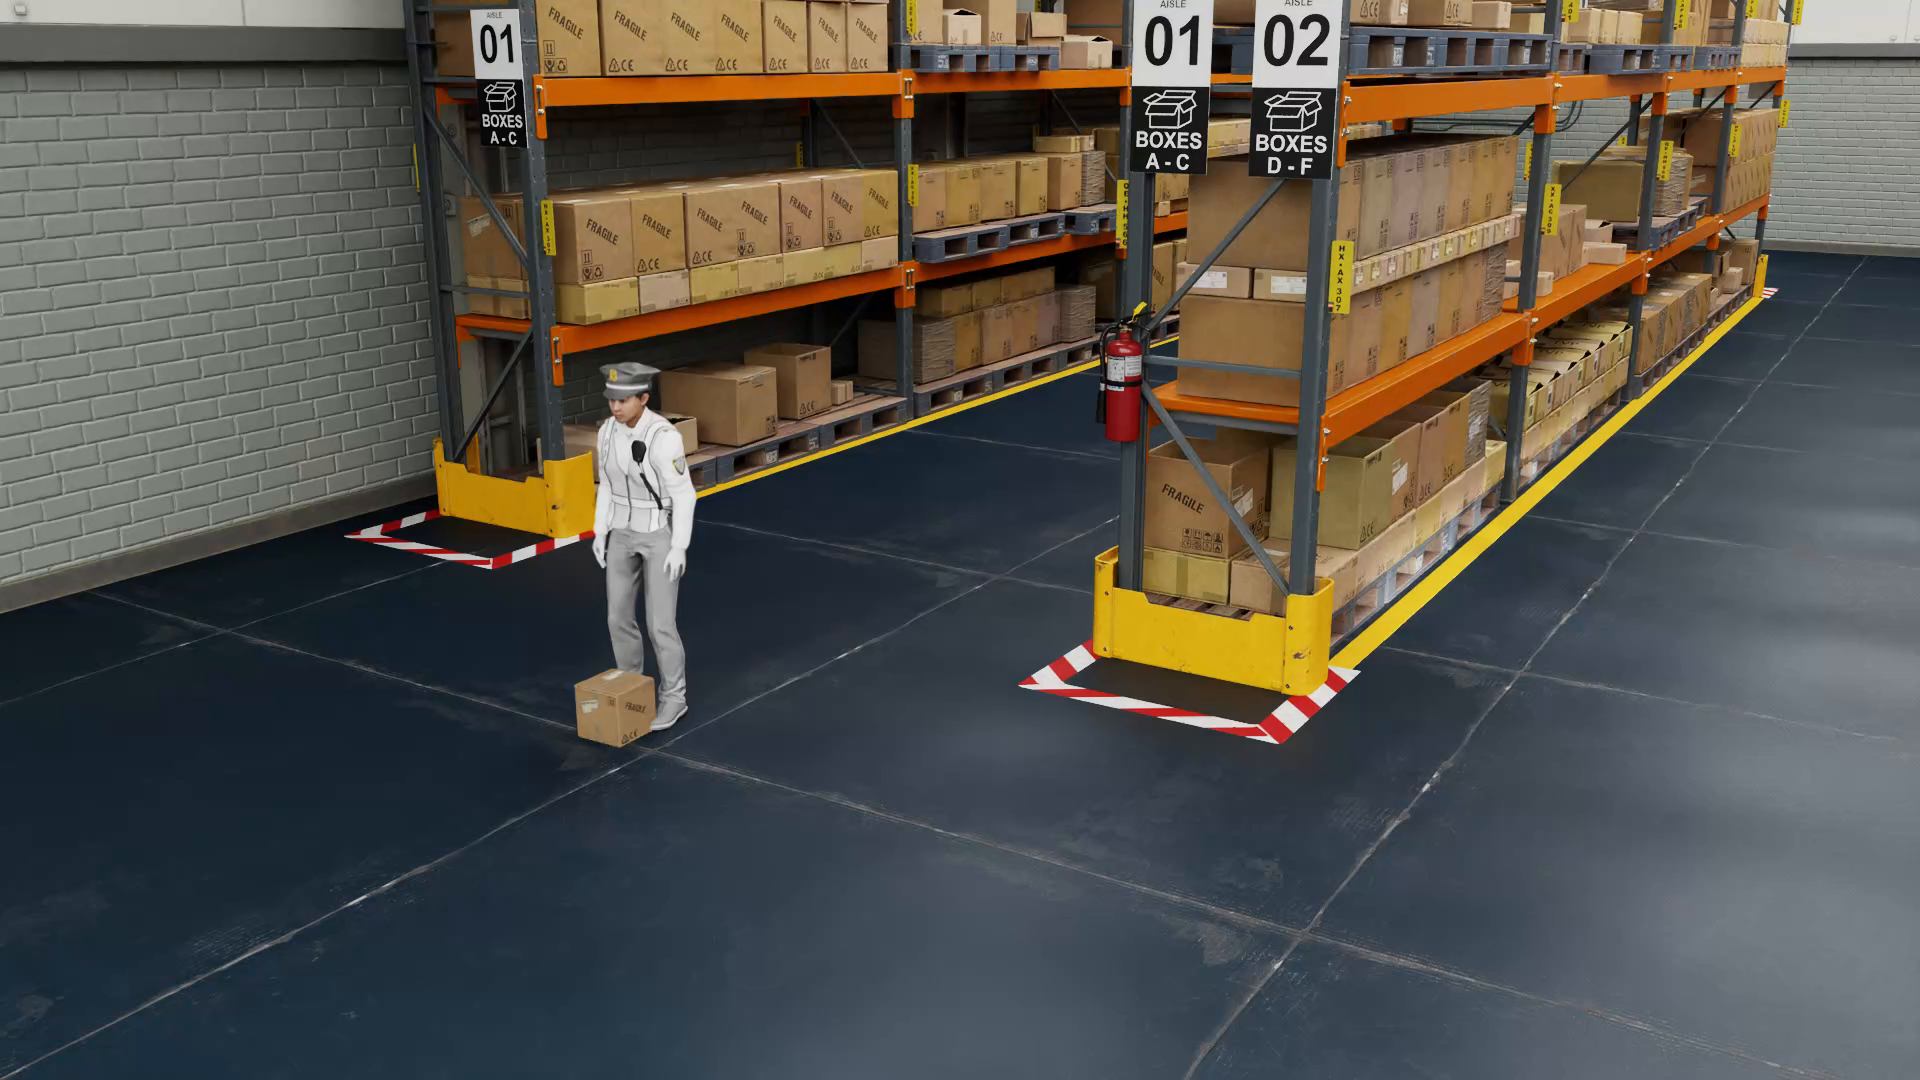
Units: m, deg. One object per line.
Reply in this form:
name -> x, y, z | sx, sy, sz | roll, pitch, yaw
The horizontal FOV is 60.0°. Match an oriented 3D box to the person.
person -> -1.425, 0.015, 7.479 | 0.522, 1.663, 0.371 | 9, 19, 28
